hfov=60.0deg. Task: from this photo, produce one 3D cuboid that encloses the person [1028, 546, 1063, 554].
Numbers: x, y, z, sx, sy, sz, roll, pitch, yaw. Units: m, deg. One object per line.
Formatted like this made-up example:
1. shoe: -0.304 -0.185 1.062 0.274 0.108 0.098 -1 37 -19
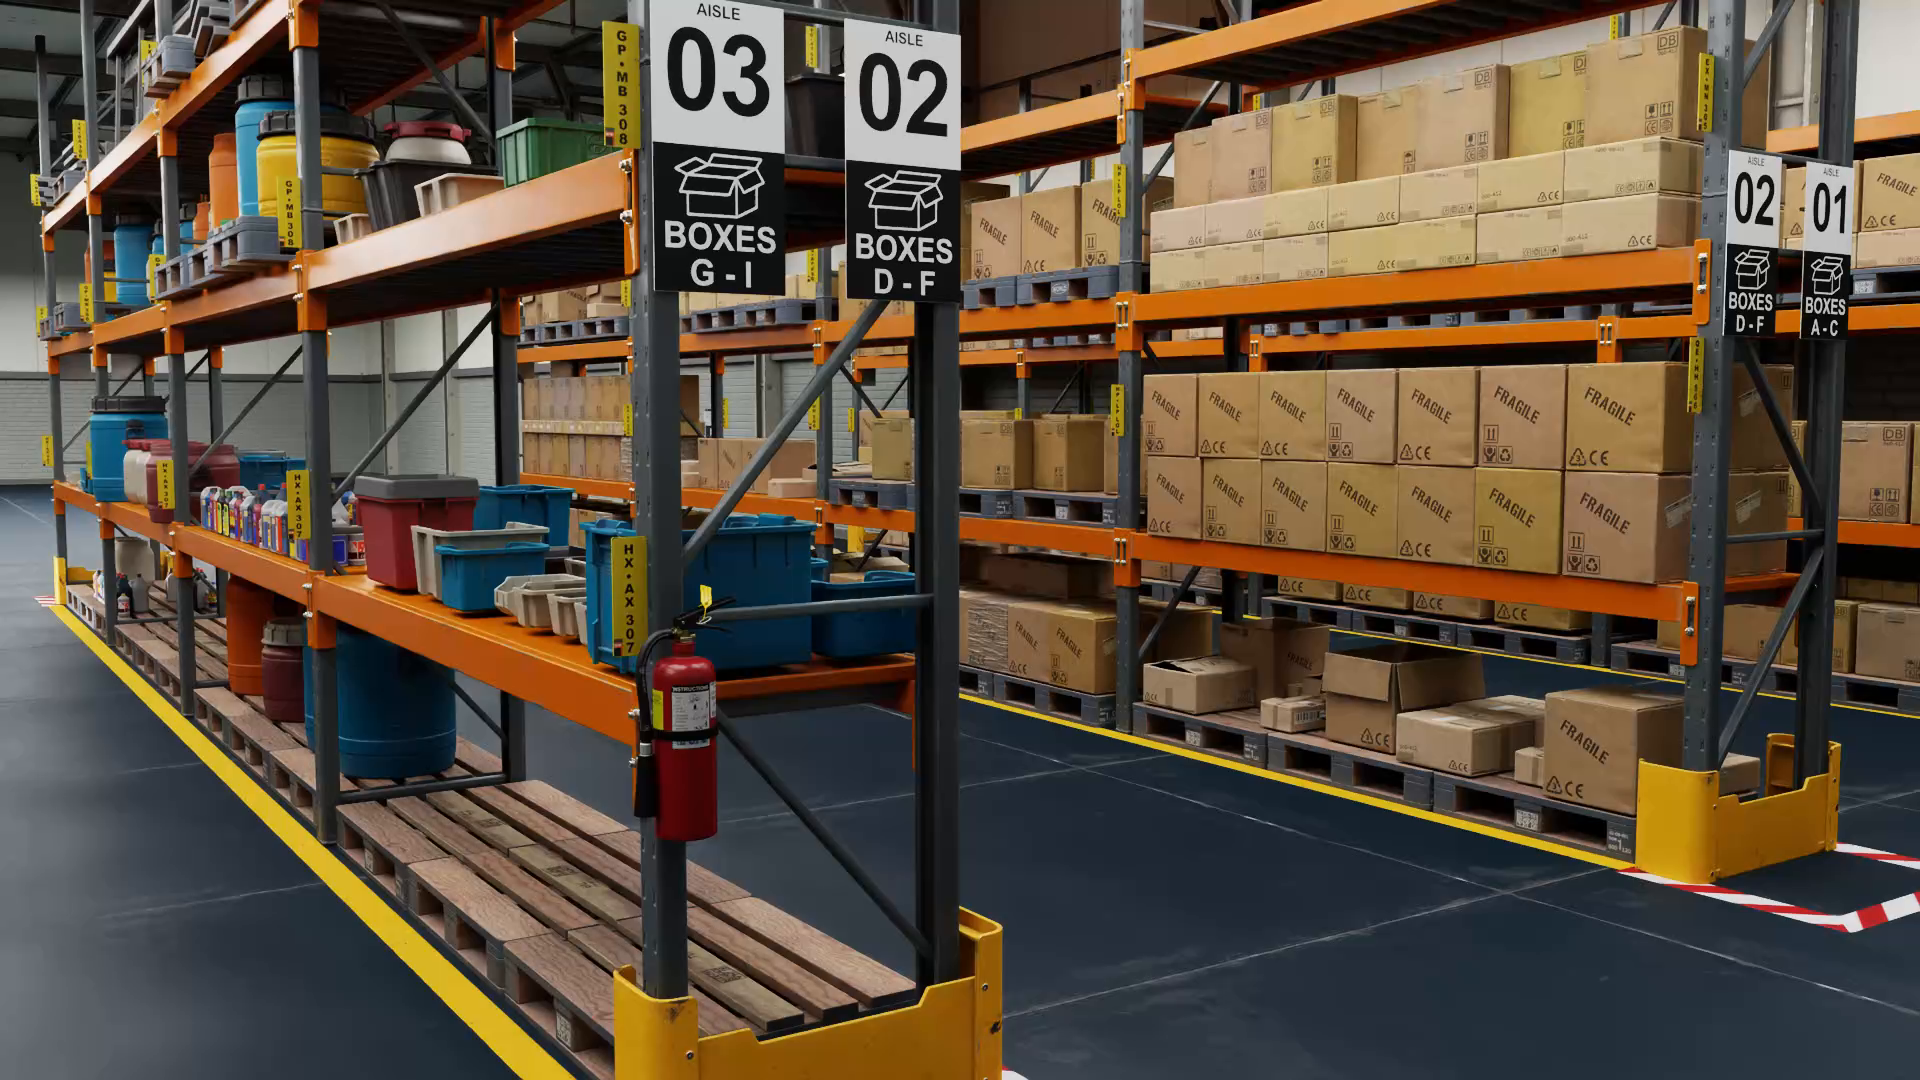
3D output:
1. person: 0.777 -0.007 15.473 0.508 1.825 0.636 0 5 -5
